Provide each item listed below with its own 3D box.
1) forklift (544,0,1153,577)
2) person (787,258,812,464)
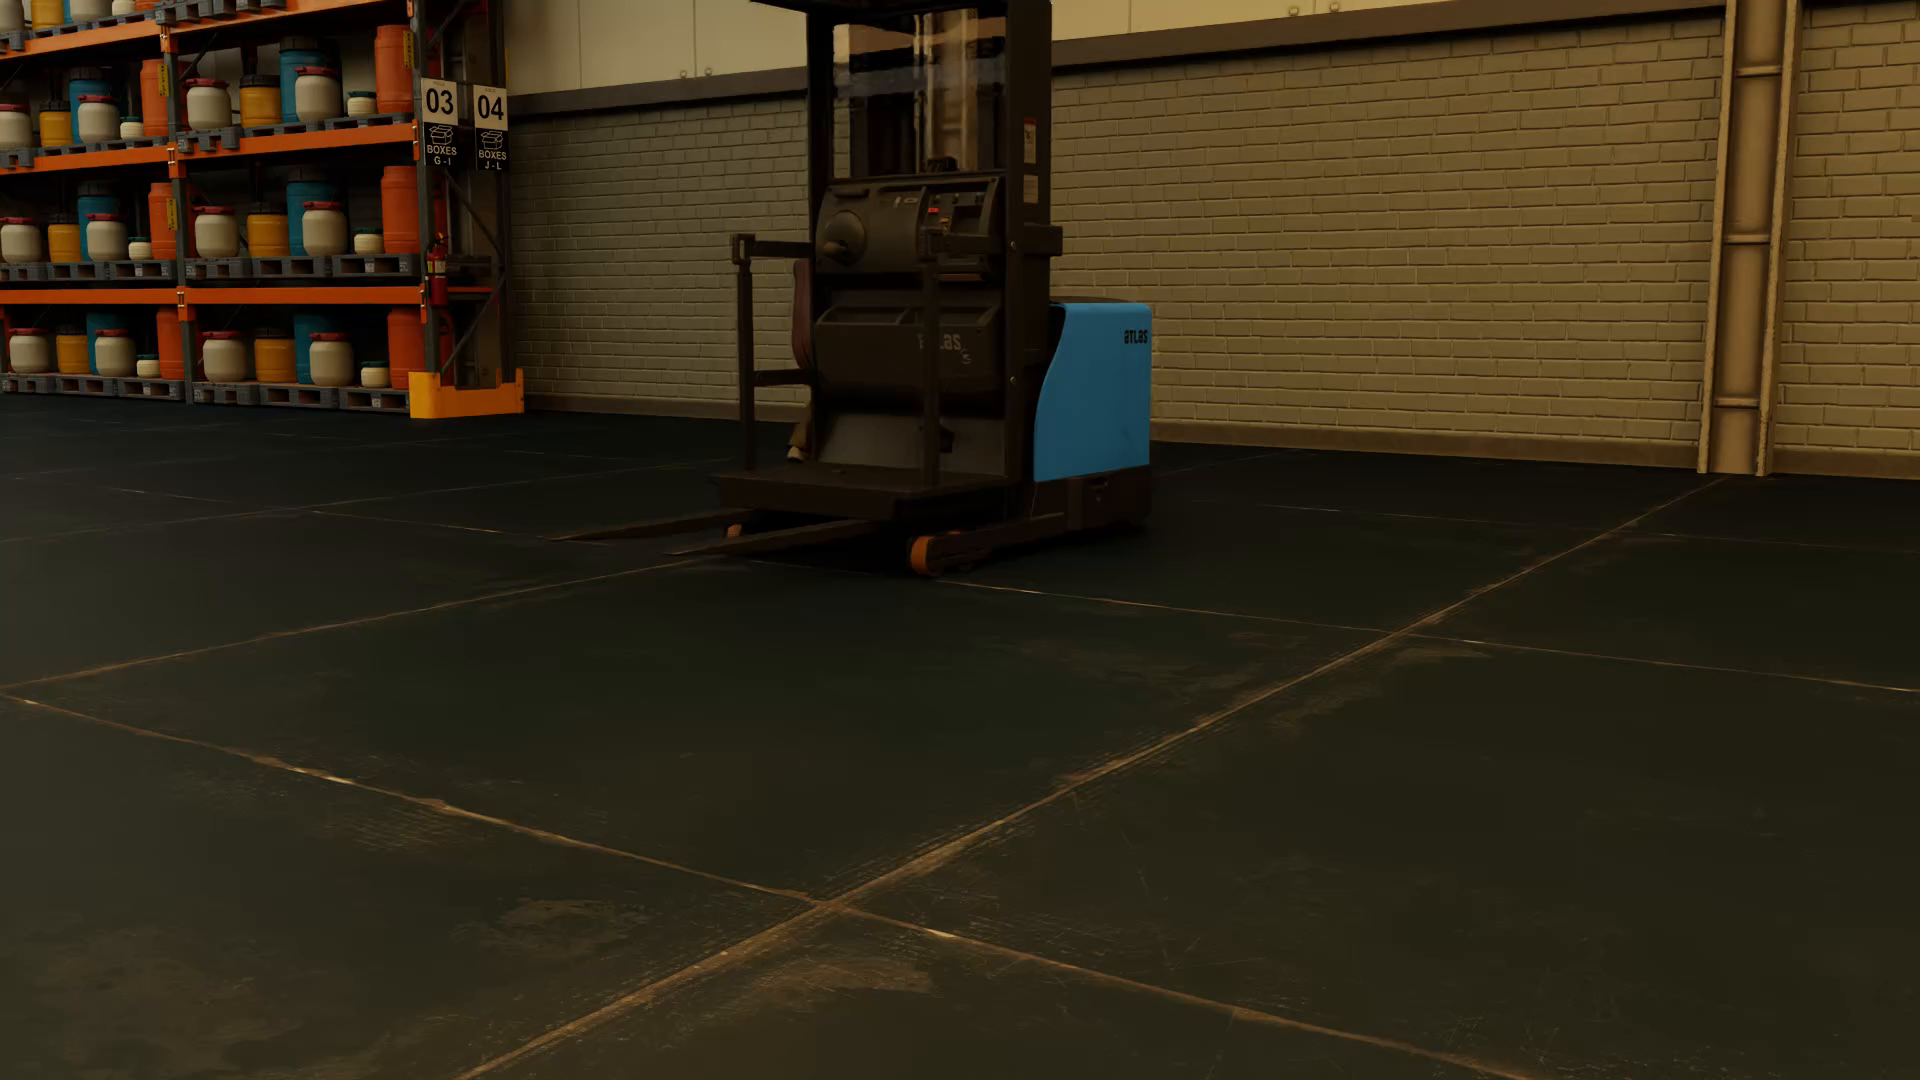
[{"bbox_3d":[-0.356,-1.381,6.905,1.130,2.935,3.031,6,10,36],"label":"forklift"},{"bbox_3d":[-0.752,-1.279,10.657,0.756,1.697,0.863,-7,11,-40],"label":"person"}]
